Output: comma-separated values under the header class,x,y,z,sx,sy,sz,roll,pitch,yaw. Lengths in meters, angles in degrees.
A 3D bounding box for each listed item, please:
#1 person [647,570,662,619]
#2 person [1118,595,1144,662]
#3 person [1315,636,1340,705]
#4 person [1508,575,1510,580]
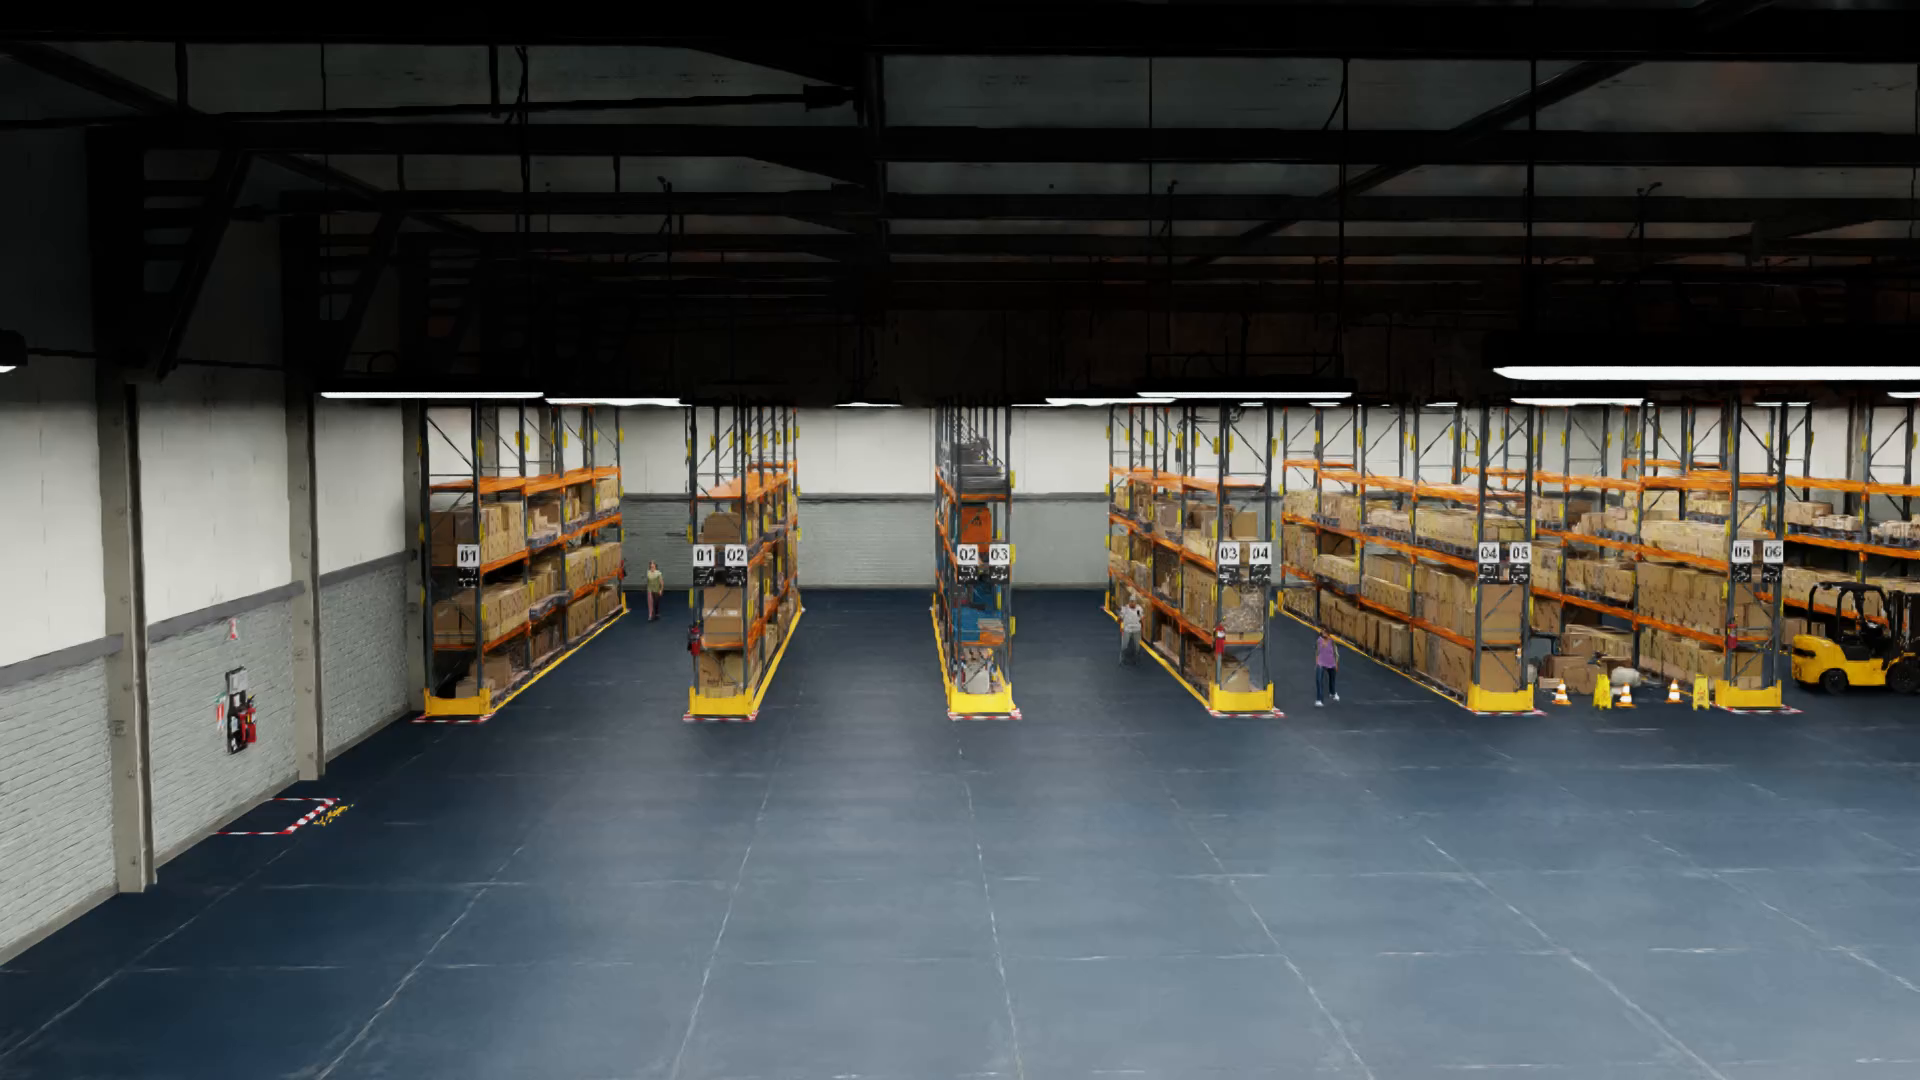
class,x,y,z,sx,sy,sz,roll,pitch,yaw
person,-8.277,1.458,45.121,0.450,1.317,0.873,0,5,-3
person,3.817,1.980,37.037,0.593,1.545,0.568,0,5,-4
person,7.150,2.514,32.306,0.431,1.317,0.866,2,5,19
person,13.171,1.661,39.689,0.357,1.724,0.617,-3,5,-32
